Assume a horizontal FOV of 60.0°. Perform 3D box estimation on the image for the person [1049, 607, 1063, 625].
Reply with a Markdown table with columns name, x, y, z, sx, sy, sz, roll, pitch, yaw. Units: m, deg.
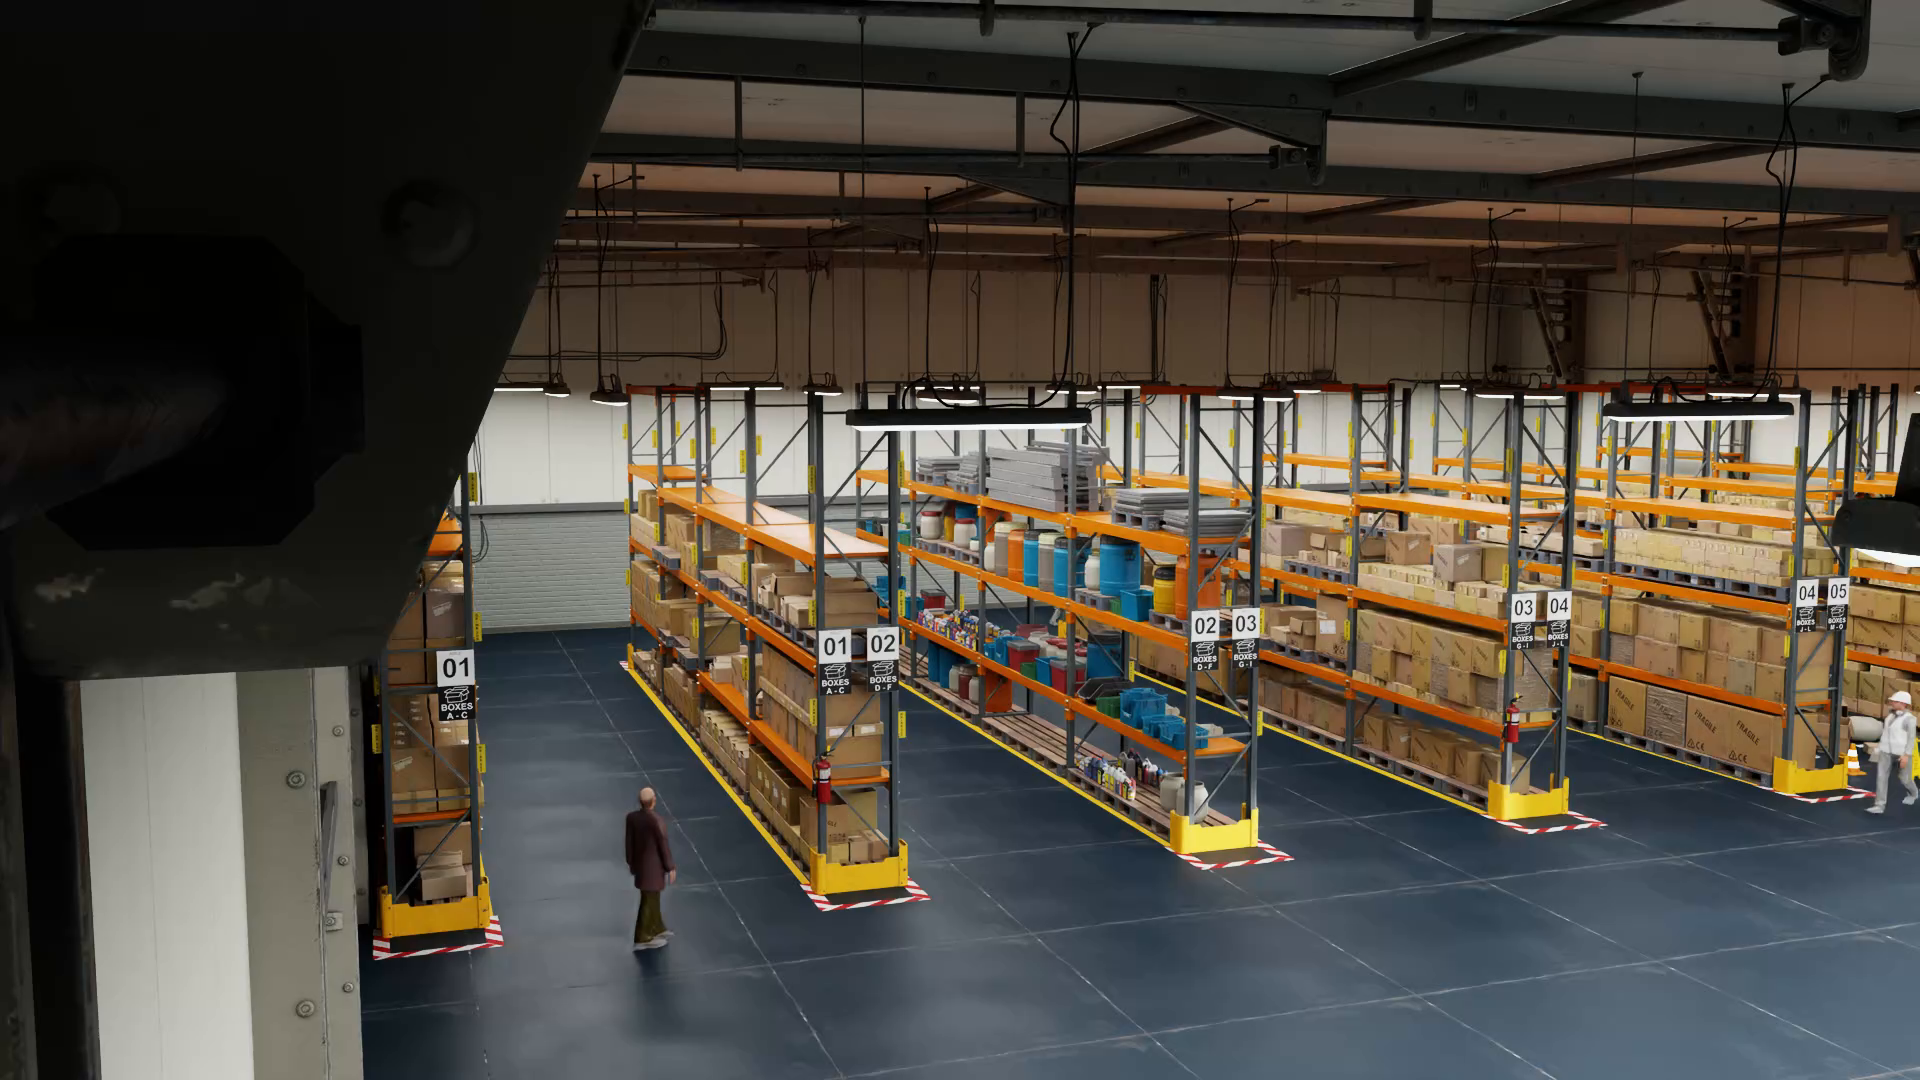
| name | x | y | z | sx | sy | sz | roll | pitch | yaw |
| --- | --- | --- | --- | --- | --- | --- | --- | --- | --- |
| person | 2.673 | 1.326 | 40.639 | 1.001 | 1.608 | 0.642 | 5 | 7 | 37 |

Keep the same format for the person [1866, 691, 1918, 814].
| name | x | y | z | sx | sy | sz | roll | pitch | yaw |
| --- | --- | --- | --- | --- | --- | --- | --- | --- | --- |
| person | 13.383 | 3.022 | 23.723 | 0.981 | 1.747 | 0.499 | -5 | 8 | -42 |

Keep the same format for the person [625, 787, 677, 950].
| name | x | y | z | sx | sy | sz | roll | pitch | yaw |
| --- | --- | --- | --- | --- | --- | --- | --- | --- | --- |
| person | -3.327 | 3.632 | 18.215 | 0.590 | 1.703 | 0.607 | -4 | 7 | -35 |
